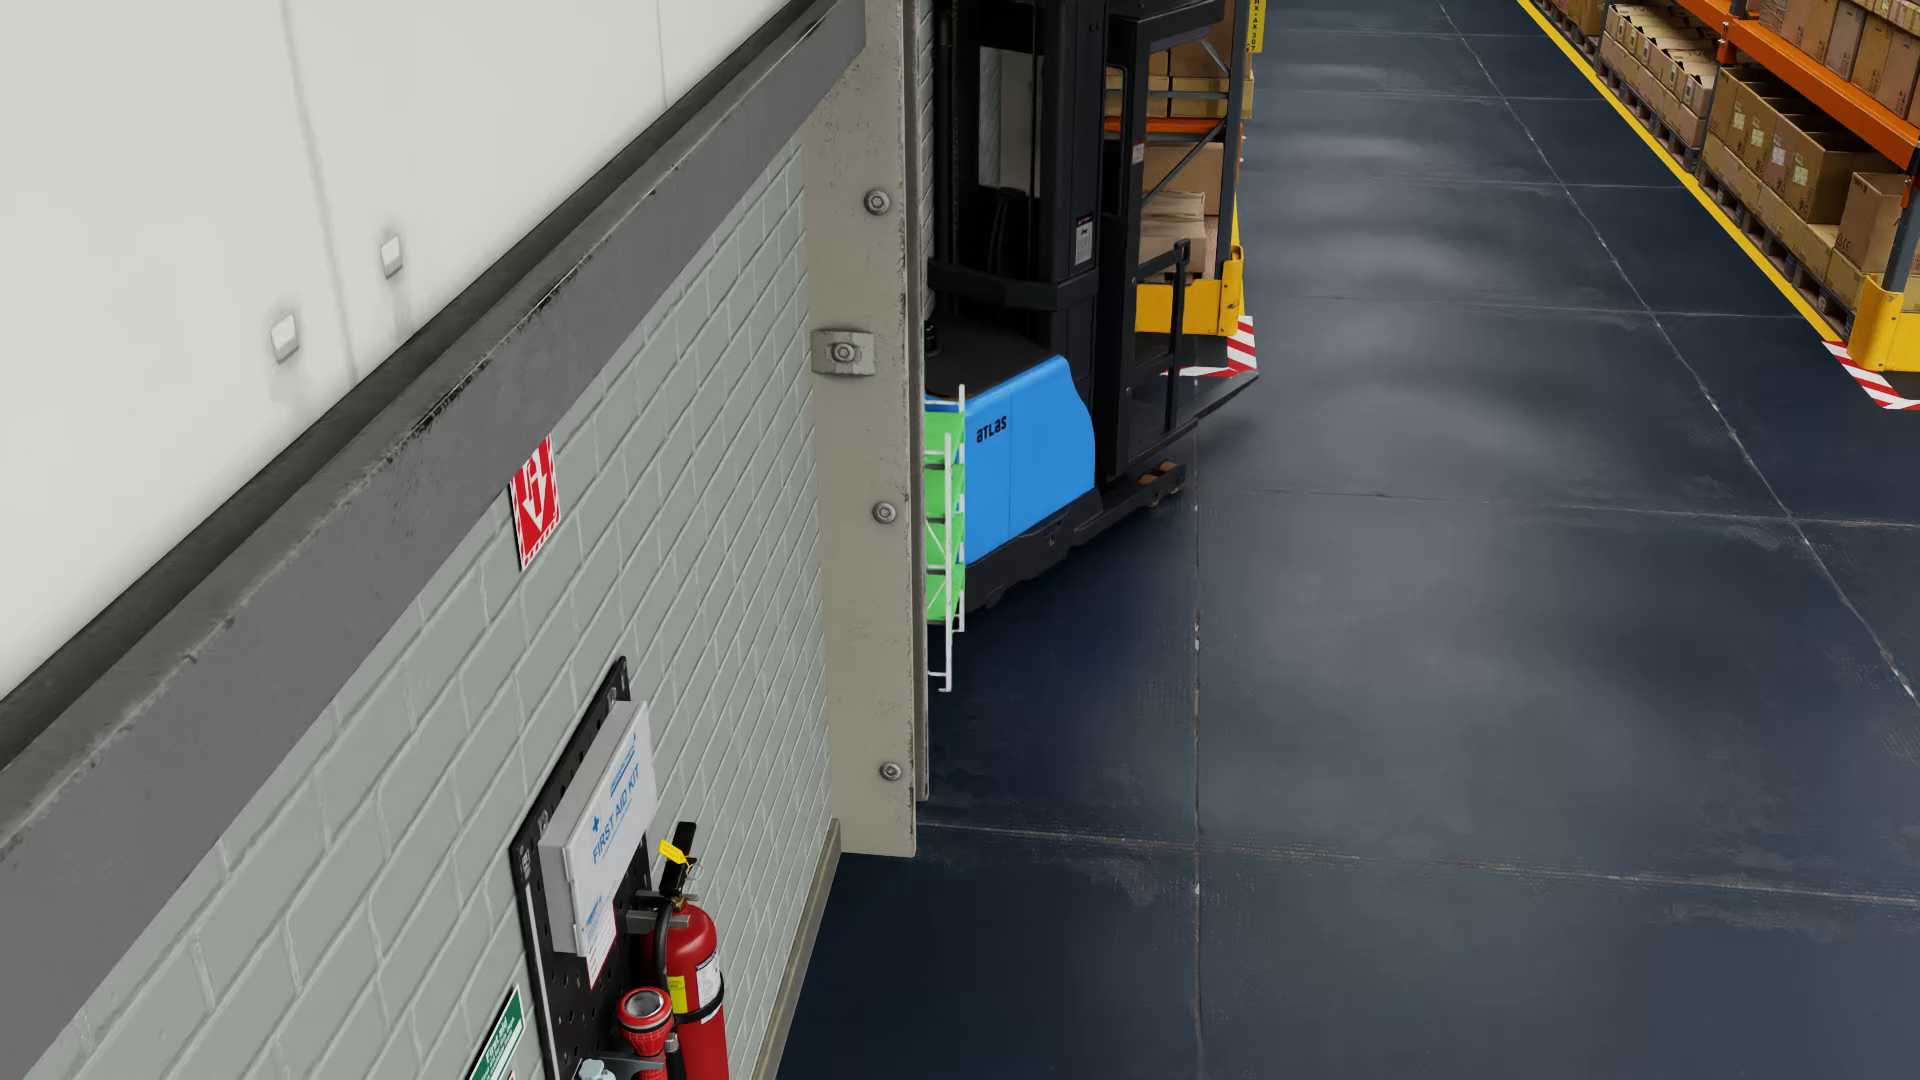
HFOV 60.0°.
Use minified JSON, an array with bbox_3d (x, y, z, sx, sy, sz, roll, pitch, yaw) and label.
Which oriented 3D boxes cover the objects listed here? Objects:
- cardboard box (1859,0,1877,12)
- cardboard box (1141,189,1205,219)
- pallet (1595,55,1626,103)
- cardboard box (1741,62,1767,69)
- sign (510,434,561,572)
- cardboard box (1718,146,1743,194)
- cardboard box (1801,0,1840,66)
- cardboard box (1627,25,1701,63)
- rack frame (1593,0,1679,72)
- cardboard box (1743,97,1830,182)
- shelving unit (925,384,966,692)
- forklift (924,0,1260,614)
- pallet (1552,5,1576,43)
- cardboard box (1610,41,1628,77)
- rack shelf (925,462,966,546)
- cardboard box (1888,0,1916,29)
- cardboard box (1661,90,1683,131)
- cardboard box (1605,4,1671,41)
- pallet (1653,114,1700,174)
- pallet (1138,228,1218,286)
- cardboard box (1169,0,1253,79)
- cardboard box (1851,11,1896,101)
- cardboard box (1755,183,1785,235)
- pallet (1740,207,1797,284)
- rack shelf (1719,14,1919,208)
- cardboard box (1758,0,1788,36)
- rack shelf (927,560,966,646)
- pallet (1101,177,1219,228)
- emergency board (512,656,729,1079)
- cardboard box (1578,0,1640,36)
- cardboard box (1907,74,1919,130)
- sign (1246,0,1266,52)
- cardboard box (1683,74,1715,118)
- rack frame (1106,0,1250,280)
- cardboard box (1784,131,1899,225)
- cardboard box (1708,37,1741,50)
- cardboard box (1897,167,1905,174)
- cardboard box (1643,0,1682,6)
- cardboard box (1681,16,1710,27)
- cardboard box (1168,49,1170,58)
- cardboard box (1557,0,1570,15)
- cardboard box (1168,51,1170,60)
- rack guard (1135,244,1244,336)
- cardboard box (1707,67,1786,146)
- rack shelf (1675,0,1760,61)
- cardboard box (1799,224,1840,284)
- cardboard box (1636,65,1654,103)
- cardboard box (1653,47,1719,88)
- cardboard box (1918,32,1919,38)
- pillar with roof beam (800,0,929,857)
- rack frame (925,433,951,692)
[{"bbox_3d":[6.142,-3.548,10.885,0.380,0.149,0.250,4,29,8],"label":"cardboard box"},{"bbox_3d":[1.455,-2.303,11.734,0.500,0.311,0.500,6,29,10],"label":"cardboard box"},{"bbox_3d":[6.968,-4.571,16.513,1.003,0.211,1.213,3,28,6],"label":"pallet"},{"bbox_3d":[6.982,-3.938,14.262,0.500,0.311,0.500,3,28,6],"label":"cardboard box"},{"bbox_3d":[-0.738,-0.121,2.869,0.001,0.298,0.199,3,28,6],"label":"sign"},{"bbox_3d":[6.194,-2.840,12.815,0.500,0.250,0.500,3,28,6],"label":"cardboard box"},{"bbox_3d":[6.446,-3.651,11.760,0.700,0.500,0.500,4,29,7],"label":"cardboard box"},{"bbox_3d":[6.631,-4.688,15.655,0.500,0.311,0.500,3,28,5],"label":"cardboard box"},{"bbox_3d":[7.108,-6.184,16.566,1.000,3.000,0.127,3,28,6],"label":"rack frame"},{"bbox_3d":[6.128,-2.935,12.201,0.500,0.500,0.500,3,28,6],"label":"cardboard box"},{"bbox_3d":[-0.129,-0.007,6.998,0.258,1.200,0.503,3,28,6],"label":"shelving unit"},{"bbox_3d":[0.529,-1.590,8.111,1.130,2.935,3.031,20,34,33],"label":"forklift"},{"bbox_3d":[7.389,-5.878,18.939,1.003,0.211,1.213,3,28,6],"label":"pallet"},{"bbox_3d":[6.691,-4.692,16.254,0.500,0.250,0.500,3,28,5],"label":"cardboard box"},{"bbox_3d":[-0.129,-0.162,6.914,0.258,0.148,0.480,3,28,6],"label":"rack shelf"},{"bbox_3d":[6.080,-3.301,10.425,0.380,0.149,0.250,4,29,7],"label":"cardboard box"},{"bbox_3d":[6.444,-3.726,14.459,0.500,0.250,0.500,3,28,5],"label":"cardboard box"},{"bbox_3d":[6.752,-5.176,16.560,0.500,0.311,0.500,4,29,8],"label":"cardboard box"},{"bbox_3d":[6.669,-3.423,14.381,1.003,0.211,1.213,3,28,6],"label":"pallet"},{"bbox_3d":[1.355,-1.893,11.541,1.003,0.211,1.213,3,28,6],"label":"pallet"},{"bbox_3d":[1.567,-3.185,10.345,0.500,0.500,0.500,3,28,6],"label":"cardboard box"},{"bbox_3d":[6.324,-3.162,10.852,0.700,0.500,0.500,4,29,7],"label":"cardboard box"},{"bbox_3d":[6.072,-2.369,11.941,0.500,0.250,0.500,3,28,6],"label":"cardboard box"},{"bbox_3d":[6.332,-2.126,11.973,1.003,0.211,1.213,3,28,6],"label":"pallet"},{"bbox_3d":[6.373,-3.043,11.494,1.077,0.370,4.000,3,28,6],"label":"rack shelf"},{"bbox_3d":[6.569,-4.136,12.659,0.700,0.500,0.500,3,28,5],"label":"cardboard box"},{"bbox_3d":[-0.129,0.261,7.142,0.258,0.148,0.480,3,28,6],"label":"rack shelf"},{"bbox_3d":[1.507,-2.466,12.604,1.003,0.211,1.213,3,28,6],"label":"pallet"},{"bbox_3d":[-0.638,0.901,3.415,0.194,1.169,0.643,3,28,6],"label":"emergency board"},{"bbox_3d":[6.989,-5.731,17.897,0.500,0.500,0.500,4,29,8],"label":"cardboard box"},{"bbox_3d":[6.197,-2.681,9.959,0.700,0.500,0.500,3,28,6],"label":"cardboard box"},{"bbox_3d":[1.749,-3.054,9.844,0.100,0.325,0.005,3,28,6],"label":"sign"},{"bbox_3d":[6.383,-3.730,13.876,0.500,0.311,0.500,3,28,6],"label":"cardboard box"},{"bbox_3d":[1.211,-2.705,10.107,1.000,3.000,0.127,3,28,6],"label":"rack frame"},{"bbox_3d":[6.006,-2.464,11.327,0.500,0.500,0.500,3,28,6],"label":"cardboard box"},{"bbox_3d":[7.103,-4.426,15.168,0.500,0.311,0.500,4,29,8],"label":"cardboard box"},{"bbox_3d":[6.522,-2.434,11.271,0.500,0.500,0.500,3,28,6],"label":"cardboard box"},{"bbox_3d":[7.447,-5.475,17.422,0.500,0.500,0.500,5,29,8],"label":"cardboard box"},{"bbox_3d":[7.231,-4.899,16.047,0.500,0.311,0.500,3,28,5],"label":"cardboard box"},{"bbox_3d":[1.129,-3.448,10.834,0.500,0.500,0.500,4,29,7],"label":"cardboard box"},{"bbox_3d":[7.111,-6.222,18.809,0.500,0.500,0.500,2,28,4],"label":"cardboard box"},{"bbox_3d":[1.129,-3.124,11.023,0.500,0.250,0.500,4,29,8],"label":"cardboard box"},{"bbox_3d":[1.220,-1.640,10.767,1.175,0.500,0.348,3,28,6],"label":"rack guard"},{"bbox_3d":[6.250,-3.406,13.075,0.500,0.500,0.500,3,28,6],"label":"cardboard box"},{"bbox_3d":[6.863,-4.926,14.989,1.077,0.370,4.000,3,28,6],"label":"rack shelf"},{"bbox_3d":[5.949,-1.898,11.067,0.500,0.250,0.500,3,28,6],"label":"cardboard box"},{"bbox_3d":[6.570,-4.206,15.351,0.500,0.250,0.500,4,29,7],"label":"cardboard box"},{"bbox_3d":[6.504,-4.210,14.767,0.500,0.311,0.500,3,28,6],"label":"cardboard box"},{"bbox_3d":[6.016,-3.062,9.982,0.380,0.149,0.250,4,29,7],"label":"cardboard box"},{"bbox_3d":[3.975,-2.651,3.683,9.100,9.000,0.400,3,28,6],"label":"pillar with roof beam"},{"bbox_3d":[-0.157,0.108,6.784,0.240,1.200,0.015,3,28,6],"label":"rack frame"}]
